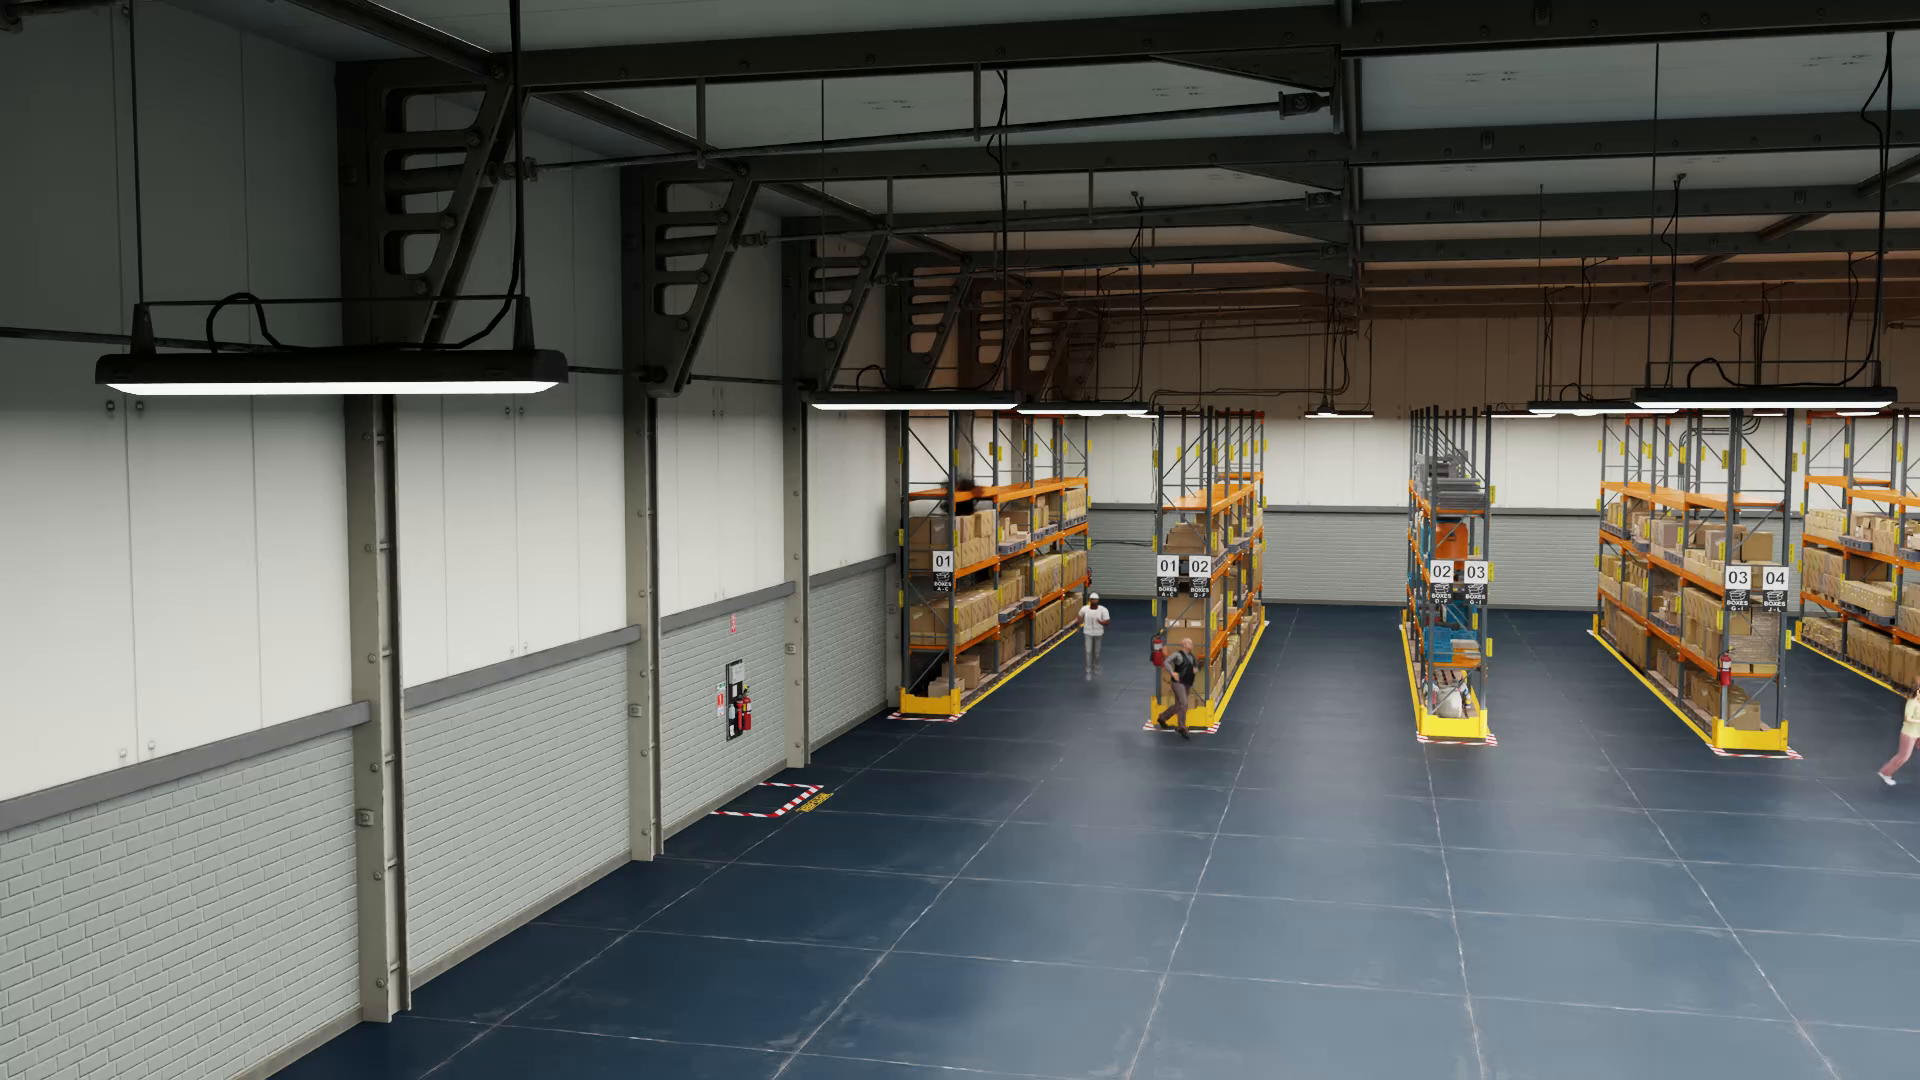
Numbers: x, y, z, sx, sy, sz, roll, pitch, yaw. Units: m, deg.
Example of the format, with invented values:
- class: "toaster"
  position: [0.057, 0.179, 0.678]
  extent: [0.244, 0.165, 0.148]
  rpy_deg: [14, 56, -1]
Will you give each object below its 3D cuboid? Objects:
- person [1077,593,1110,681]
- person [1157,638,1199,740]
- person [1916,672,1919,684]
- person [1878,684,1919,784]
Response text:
- class: "person"
  position: [2.827, 2.027, 35.227]
  extent: [0.686, 1.827, 0.801]
  rpy_deg: [0, 4, 6]
- class: "person"
  position: [3.953, 2.618, 29.756]
  extent: [0.811, 1.742, 0.701]
  rpy_deg: [4, 6, 44]
- class: "person"
  position: [17.180, 2.814, 29.297]
  extent: [0.529, 1.670, 1.116]
  rpy_deg: [-1, 4, -8]
- class: "person"
  position: [14.683, 3.056, 25.718]
  extent: [0.599, 1.695, 0.894]
  rpy_deg: [-3, 5, -37]
